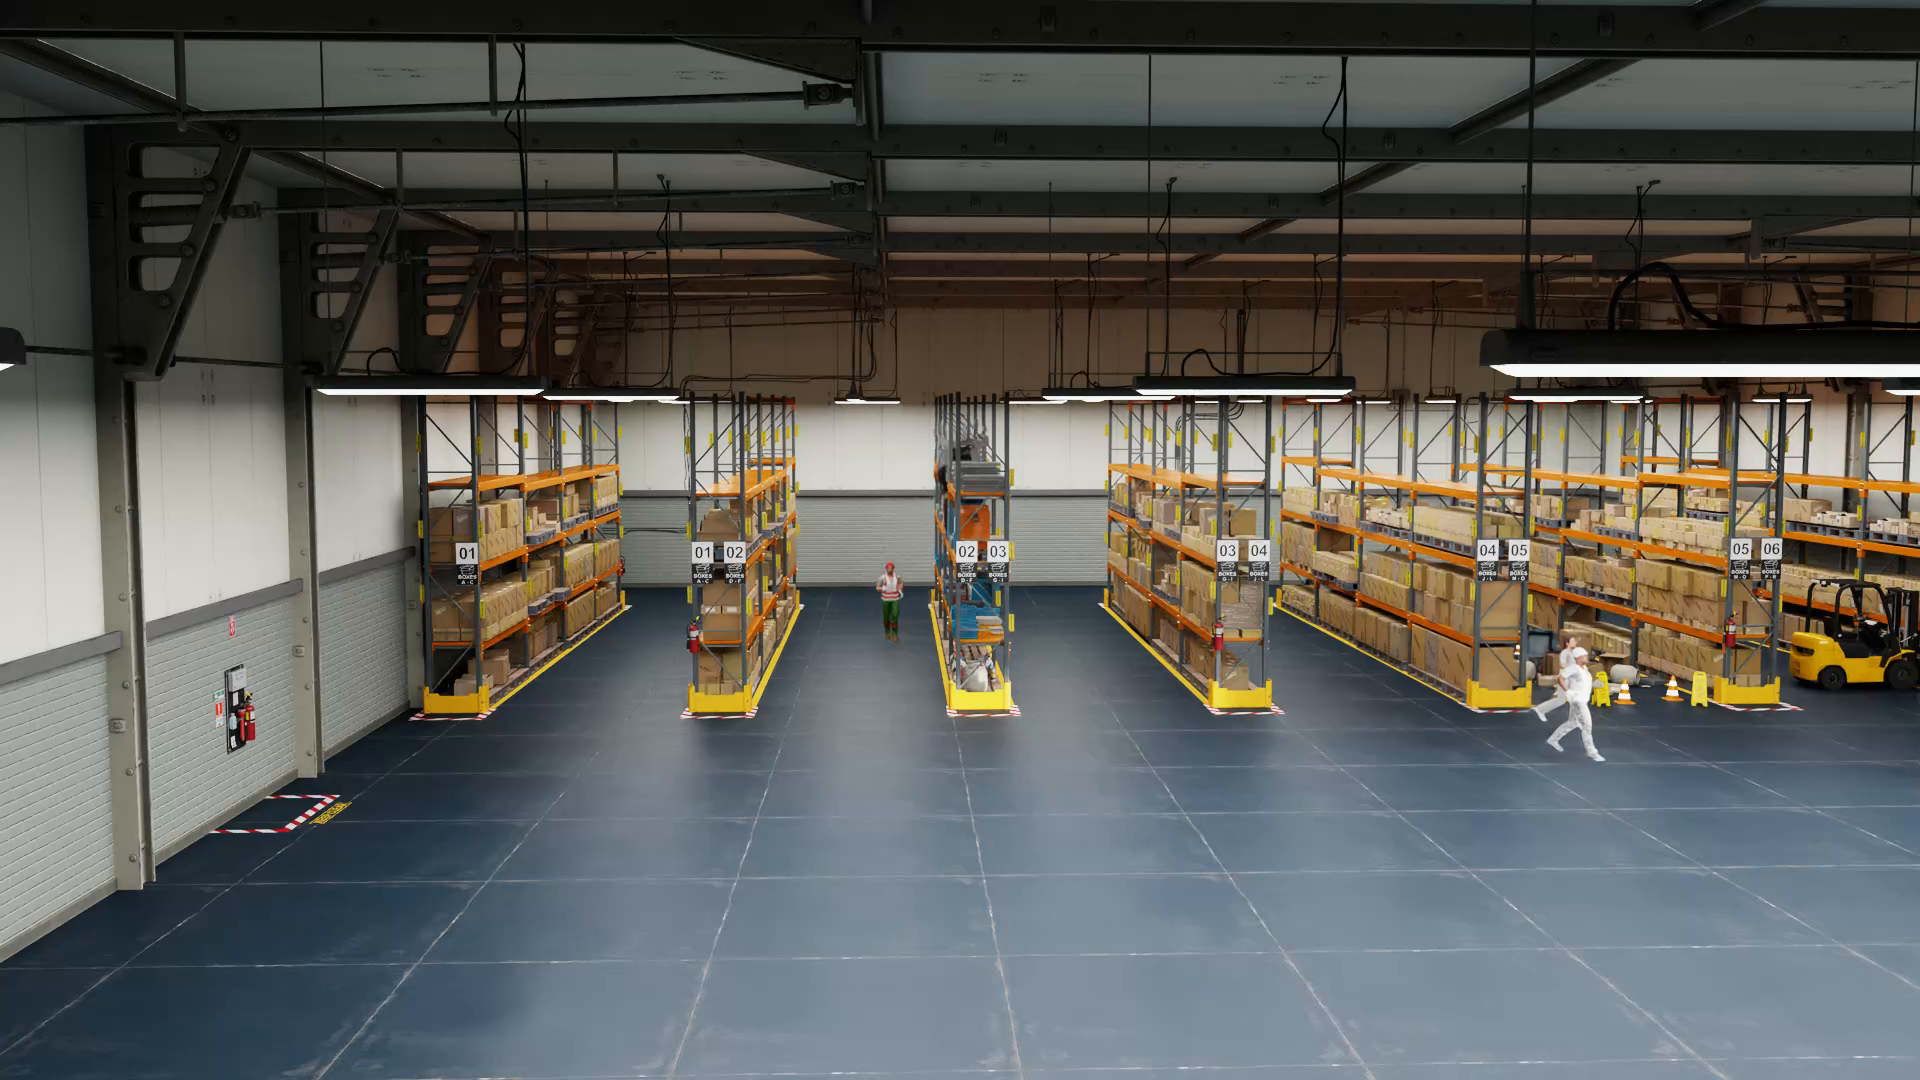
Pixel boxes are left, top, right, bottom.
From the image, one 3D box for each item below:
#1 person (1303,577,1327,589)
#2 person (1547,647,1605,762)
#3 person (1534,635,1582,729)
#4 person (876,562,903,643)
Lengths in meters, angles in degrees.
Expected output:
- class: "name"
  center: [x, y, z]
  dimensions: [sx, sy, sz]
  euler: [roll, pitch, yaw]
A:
- class: "person"
  center: [10.397, 0.955, 48.969]
  dimensions: [0.937, 1.689, 0.733]
  euler: [2, 5, 25]
- class: "person"
  center: [10.055, 2.650, 27.078]
  dimensions: [0.937, 1.819, 0.673]
  euler: [3, 5, 29]
- class: "person"
  center: [10.781, 2.519, 29.659]
  dimensions: [0.950, 1.675, 0.577]
  euler: [4, 6, 40]
- class: "person"
  center: [-1.617, 1.422, 38.570]
  dimensions: [0.648, 1.820, 0.857]
  euler: [-1, 5, -9]
